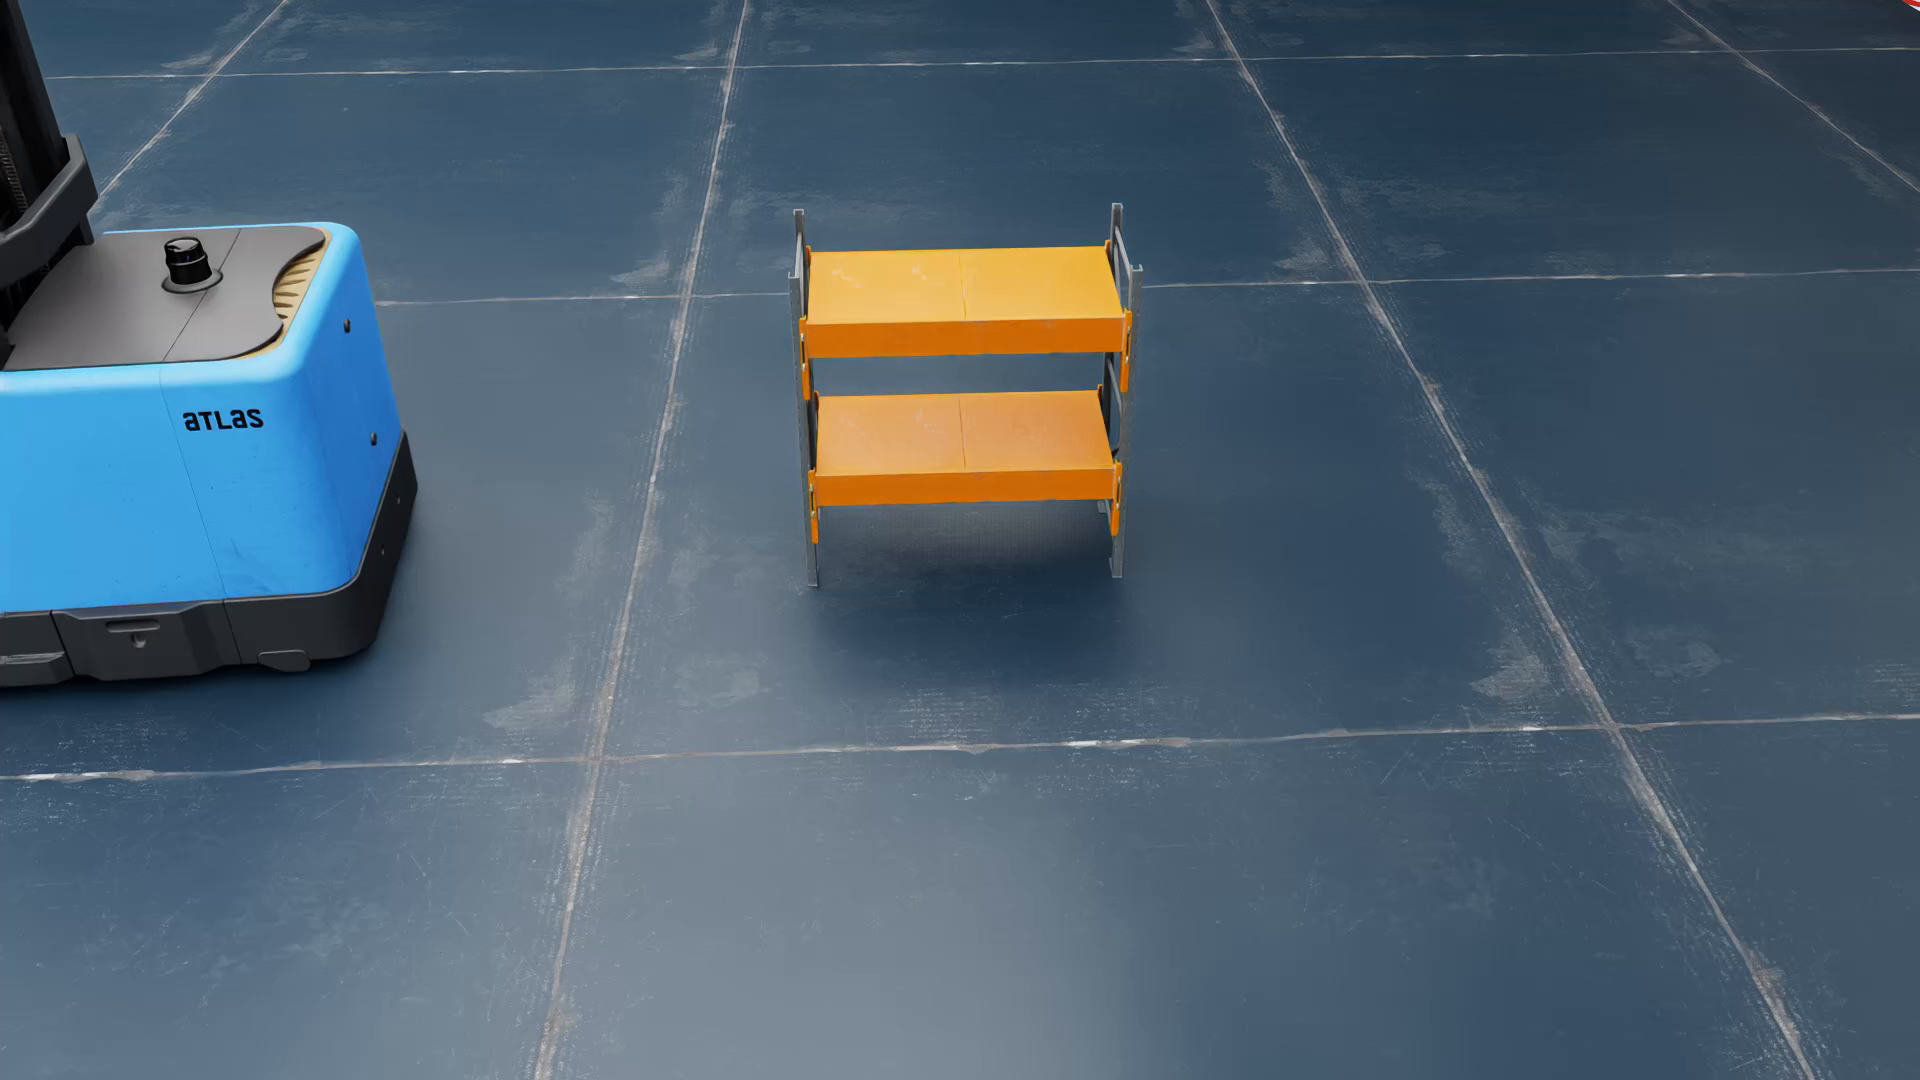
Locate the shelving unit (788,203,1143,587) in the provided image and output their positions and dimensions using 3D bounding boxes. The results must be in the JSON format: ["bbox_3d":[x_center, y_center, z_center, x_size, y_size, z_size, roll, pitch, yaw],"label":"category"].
[{"bbox_3d":[0.007,-0.463,5.430,1.048,1.125,0.538,-2,35,-2],"label":"shelving unit"}]

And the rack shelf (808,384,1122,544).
[{"bbox_3d":[0.007,-0.262,5.569,1.000,0.278,0.538,-2,35,-2],"label":"rack shelf"}]

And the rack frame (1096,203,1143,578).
[{"bbox_3d":[0.515,-0.476,5.450,0.032,1.125,0.500,-2,35,-2],"label":"rack frame"}]

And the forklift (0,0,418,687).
[{"bbox_3d":[-3.376,-0.992,4.607,3.031,2.935,1.130,-4,35,-5],"label":"forklift"}]

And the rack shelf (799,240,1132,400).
[{"bbox_3d":[0.007,-0.703,5.264,1.000,0.278,0.538,-2,35,-2],"label":"rack shelf"}]

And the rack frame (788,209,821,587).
[{"bbox_3d":[-0.501,-0.449,5.410,0.032,1.125,0.500,-2,35,-2],"label":"rack frame"}]
